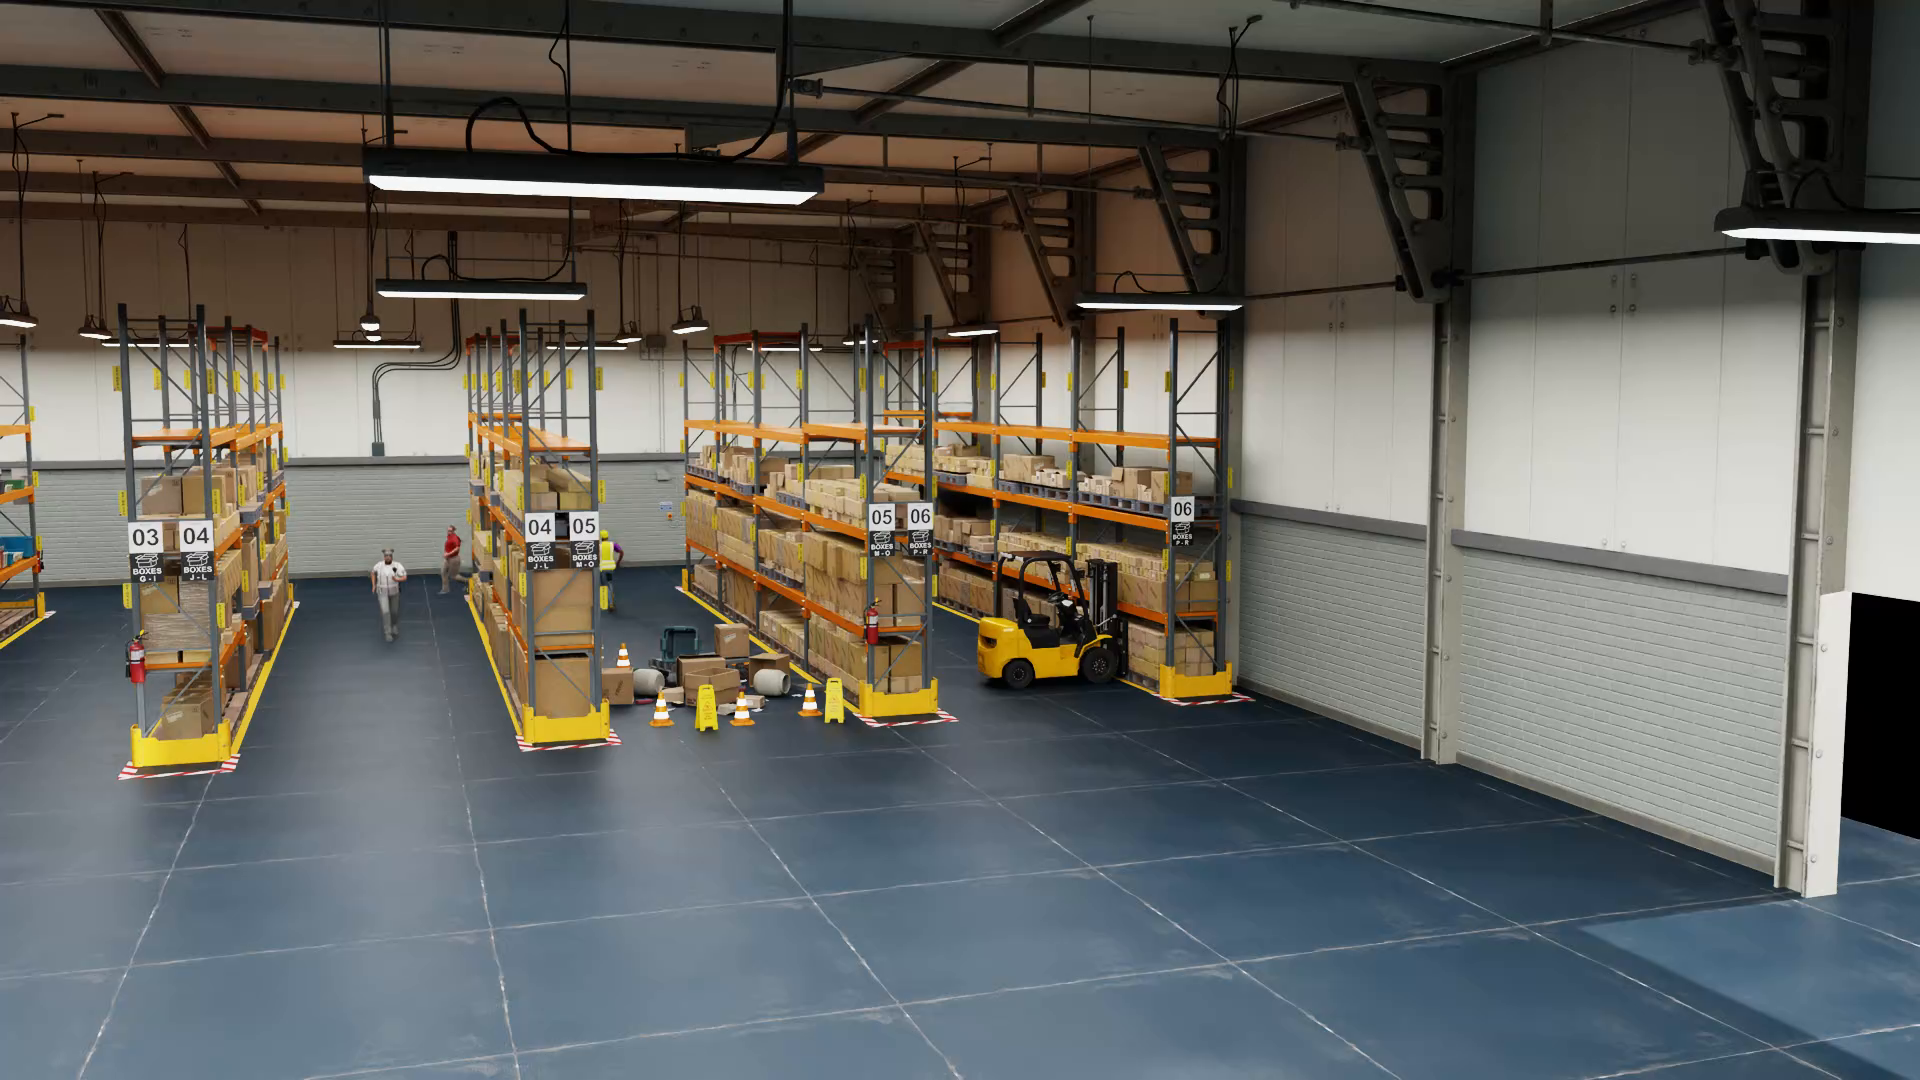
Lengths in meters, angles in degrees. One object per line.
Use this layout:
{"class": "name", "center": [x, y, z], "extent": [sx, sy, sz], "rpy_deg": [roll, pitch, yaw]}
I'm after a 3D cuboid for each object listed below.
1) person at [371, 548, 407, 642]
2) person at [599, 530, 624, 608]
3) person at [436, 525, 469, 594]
{"class": "person", "center": [-11.081, 1.029, 32.297], "extent": [0.659, 1.772, 0.990], "rpy_deg": [-2, 6, -20]}
{"class": "person", "center": [-7.809, 0.658, 36.667], "extent": [0.678, 1.767, 0.751], "rpy_deg": [-3, 6, -27]}
{"class": "person", "center": [-11.906, 0.477, 39.231], "extent": [0.829, 1.682, 0.788], "rpy_deg": [-3, 6, -25]}
